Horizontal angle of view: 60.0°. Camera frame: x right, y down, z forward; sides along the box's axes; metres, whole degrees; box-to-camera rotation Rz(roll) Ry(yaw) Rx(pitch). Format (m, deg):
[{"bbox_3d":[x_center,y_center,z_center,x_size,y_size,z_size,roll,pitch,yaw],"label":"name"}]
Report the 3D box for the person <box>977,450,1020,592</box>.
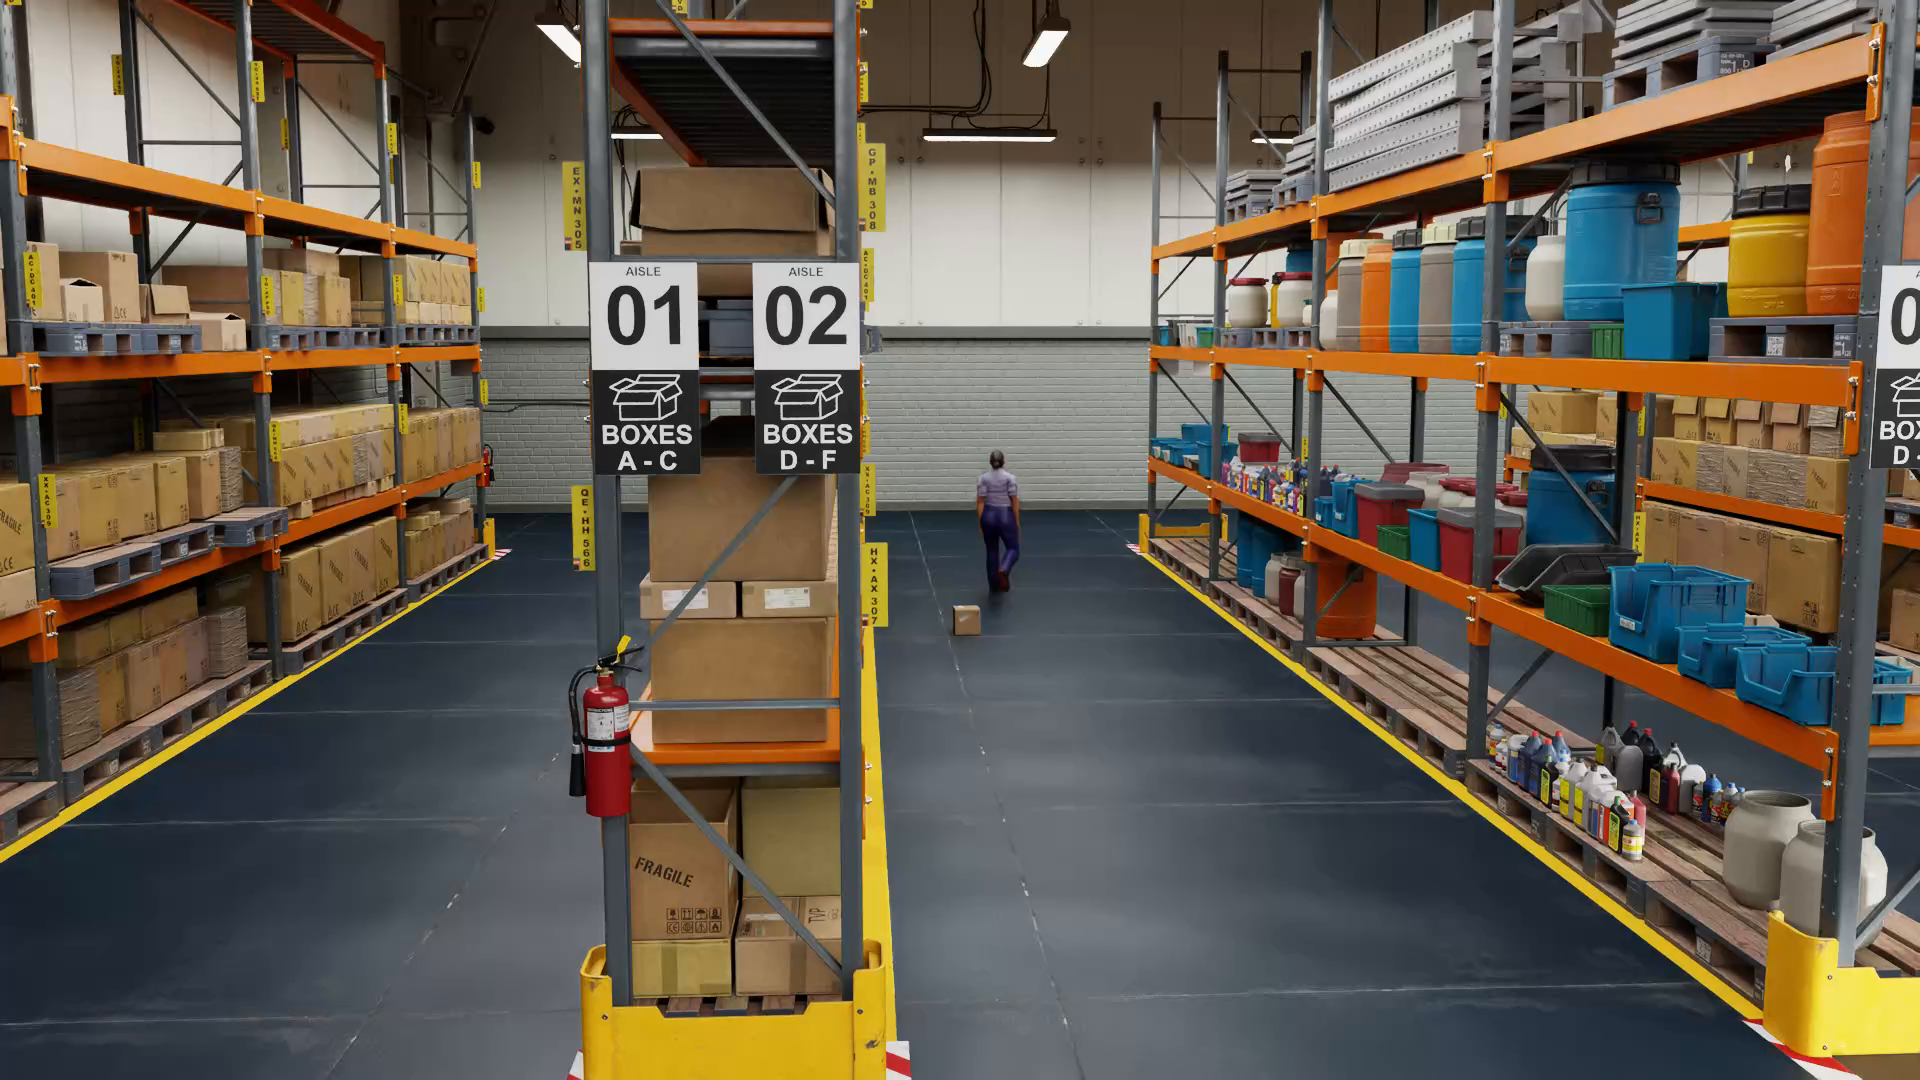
[{"bbox_3d":[0.430,-0.205,18.809,0.481,1.627,0.654,2,7,15],"label":"person"}]
